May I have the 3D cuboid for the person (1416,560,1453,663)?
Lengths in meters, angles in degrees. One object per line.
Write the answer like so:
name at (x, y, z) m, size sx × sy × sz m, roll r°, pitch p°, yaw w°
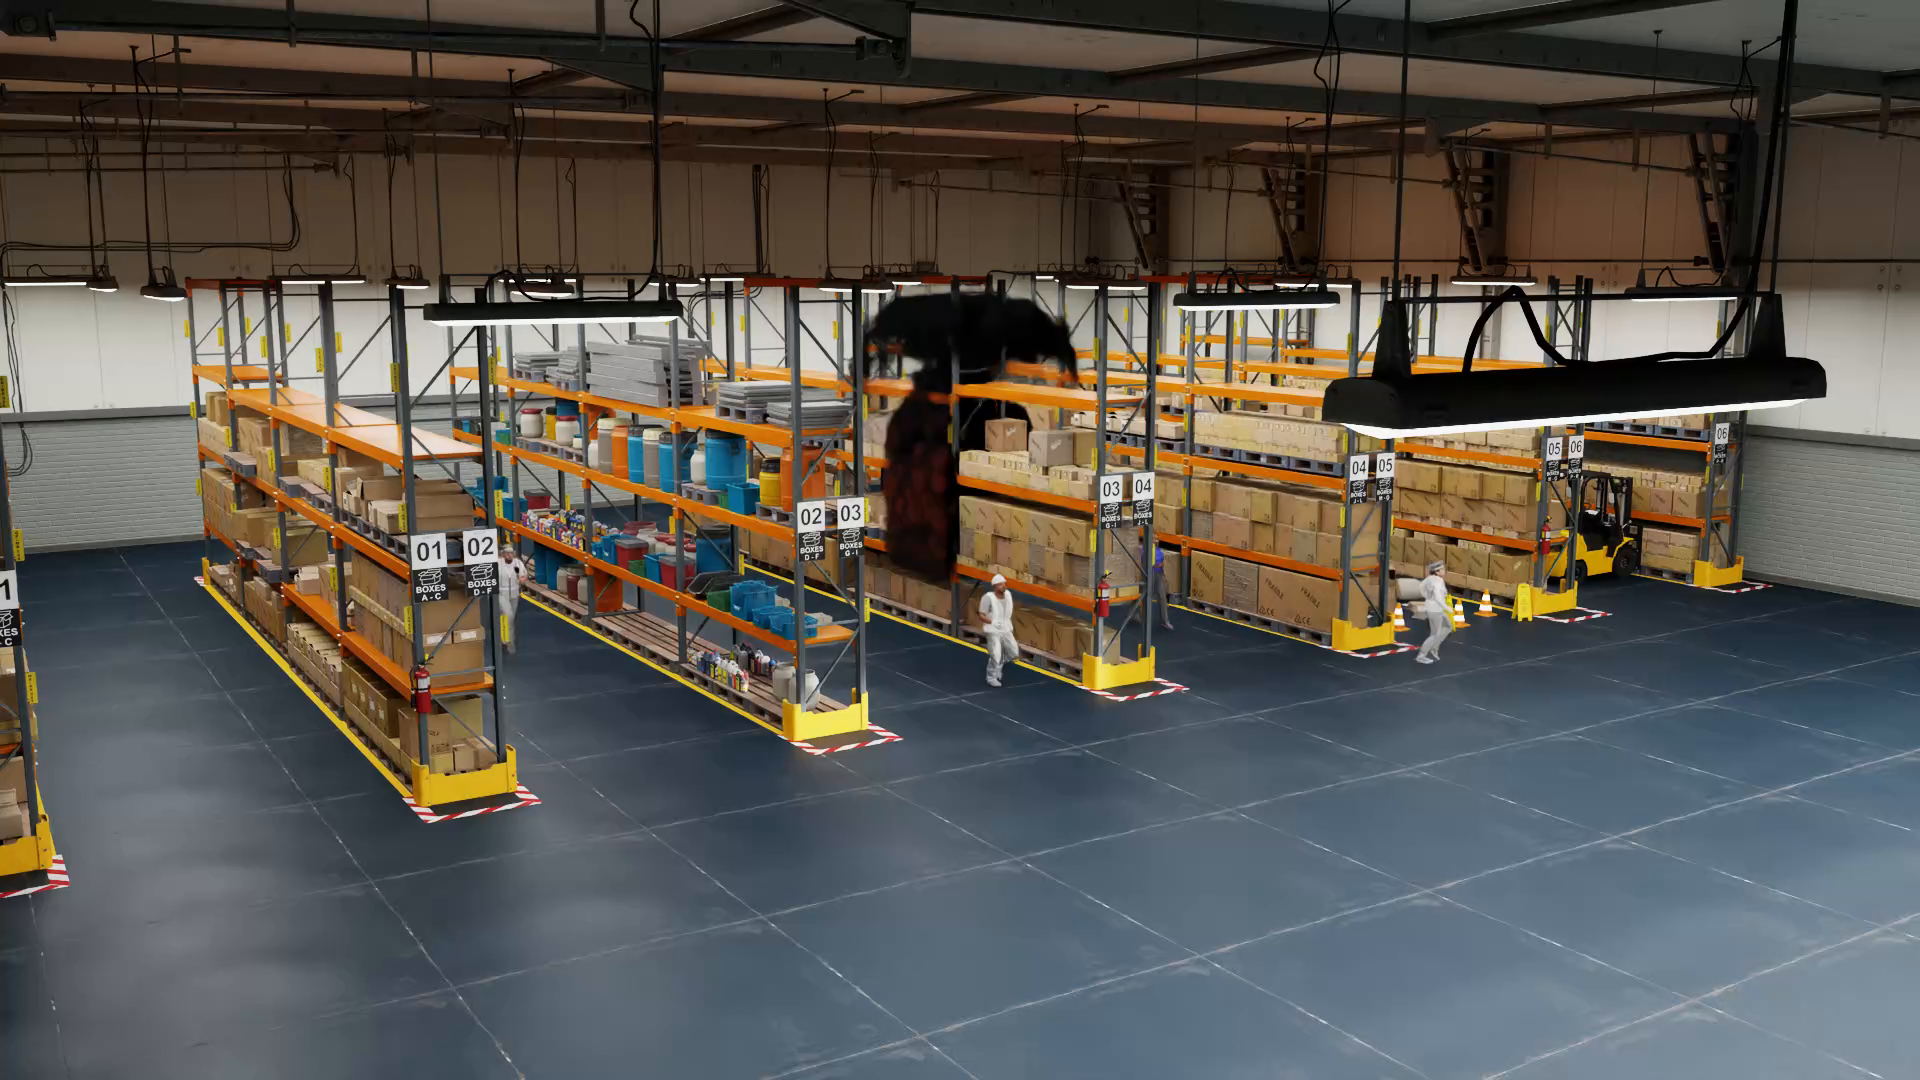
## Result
person at (7.539, 1.128, 26.281) m, size 0.594 × 1.654 × 0.633 m, roll 0°, pitch 10°, yaw 1°

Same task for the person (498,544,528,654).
person at (-7.428, 0.938, 27.213) m, size 0.686 × 1.829 × 0.876 m, roll -7°, pitch 12°, yaw -36°

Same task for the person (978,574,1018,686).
person at (0.608, 1.358, 24.747) m, size 0.693 × 1.718 × 0.607 m, roll -6°, pitch 11°, yaw -33°

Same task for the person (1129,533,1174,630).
person at (3.351, 0.689, 28.853) m, size 0.575 × 1.632 × 0.938 m, roll -7°, pitch 12°, yaw -37°

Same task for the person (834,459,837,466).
person at (-3.162, -1.286, 41.062) m, size 0.653 × 1.563 × 0.508 m, roll 6°, pitch 11°, yaw 33°
